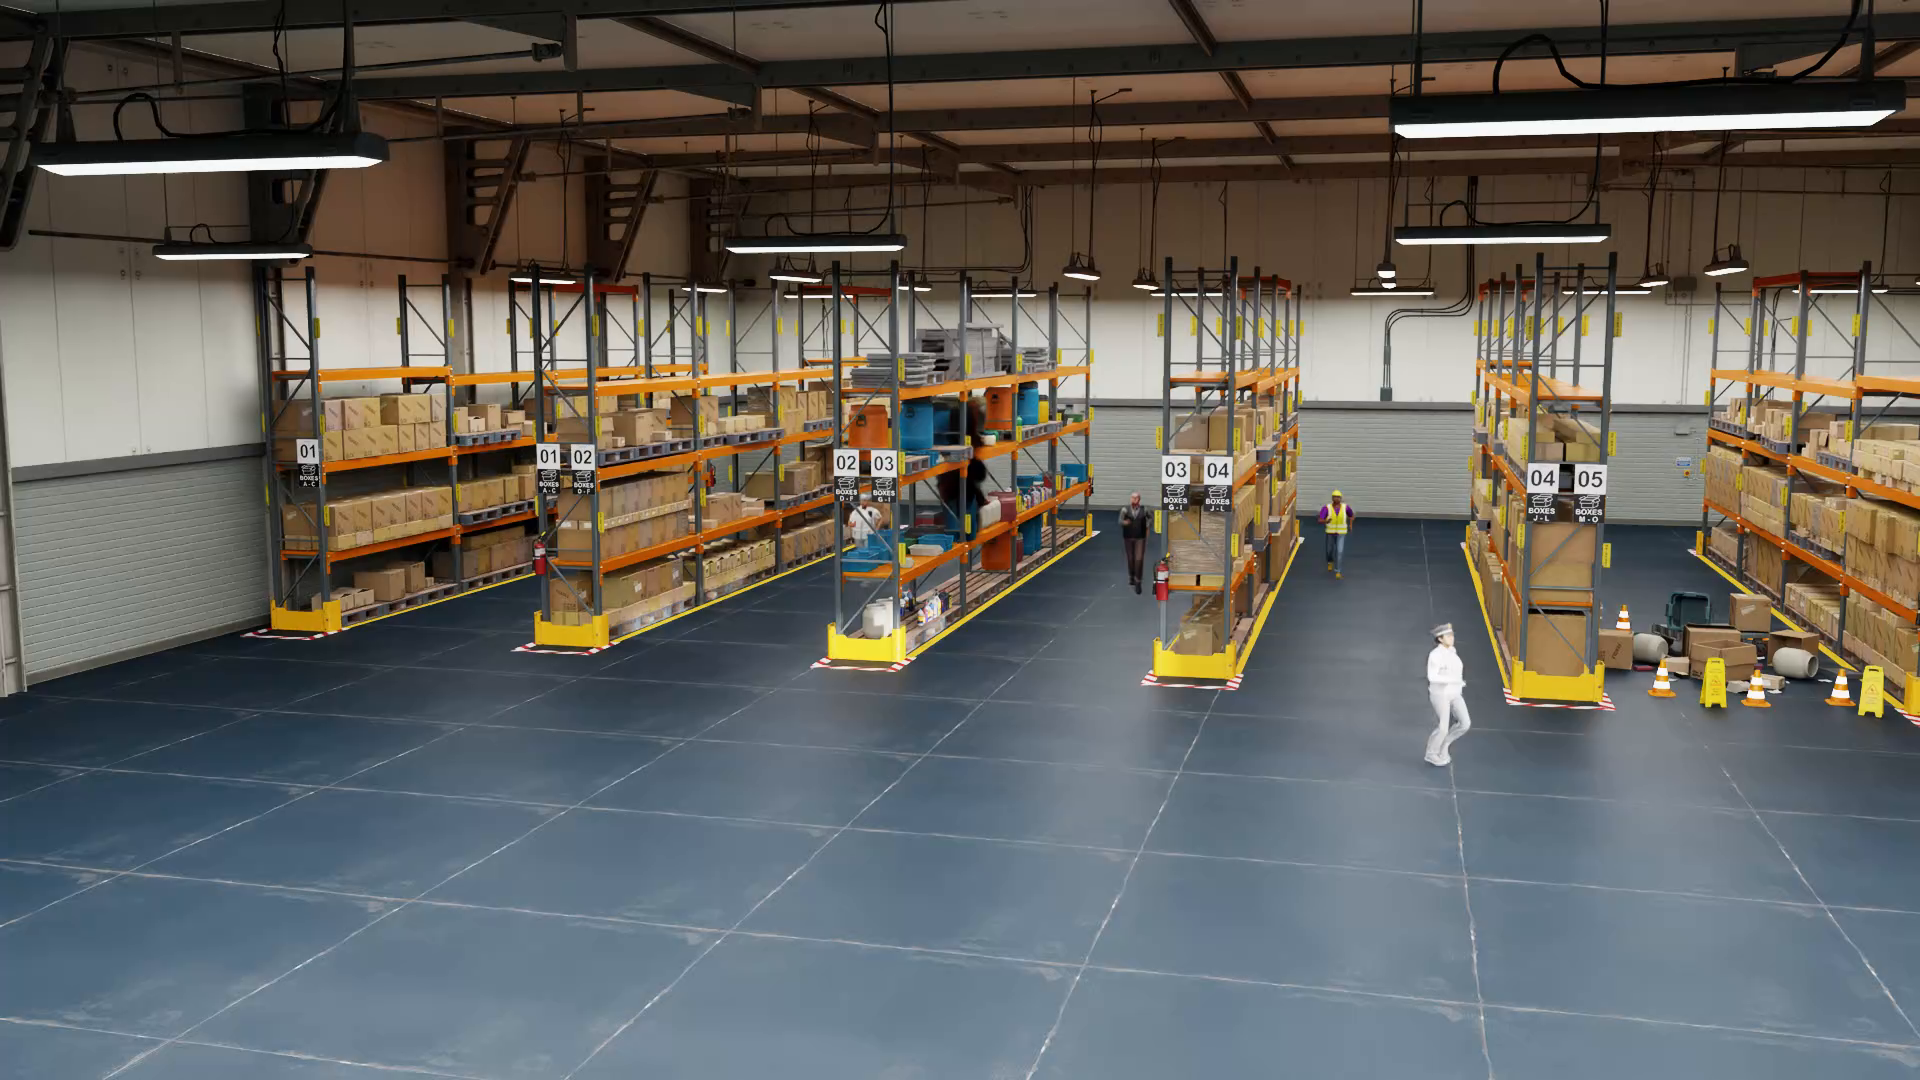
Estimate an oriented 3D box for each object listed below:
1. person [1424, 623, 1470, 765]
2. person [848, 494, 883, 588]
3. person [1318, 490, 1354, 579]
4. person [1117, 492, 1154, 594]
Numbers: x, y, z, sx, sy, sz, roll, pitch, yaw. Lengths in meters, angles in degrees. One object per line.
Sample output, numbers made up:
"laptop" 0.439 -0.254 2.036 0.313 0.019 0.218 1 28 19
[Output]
"person" 5.598 1.770 18.978 0.599 1.666 0.573 -5 9 -37
"person" -1.761 0.012 30.464 0.602 1.719 0.846 2 7 13
"person" 7.575 -0.133 33.510 0.712 1.744 0.961 1 7 11
"person" 3.180 0.043 30.238 0.639 1.824 0.716 2 7 12
